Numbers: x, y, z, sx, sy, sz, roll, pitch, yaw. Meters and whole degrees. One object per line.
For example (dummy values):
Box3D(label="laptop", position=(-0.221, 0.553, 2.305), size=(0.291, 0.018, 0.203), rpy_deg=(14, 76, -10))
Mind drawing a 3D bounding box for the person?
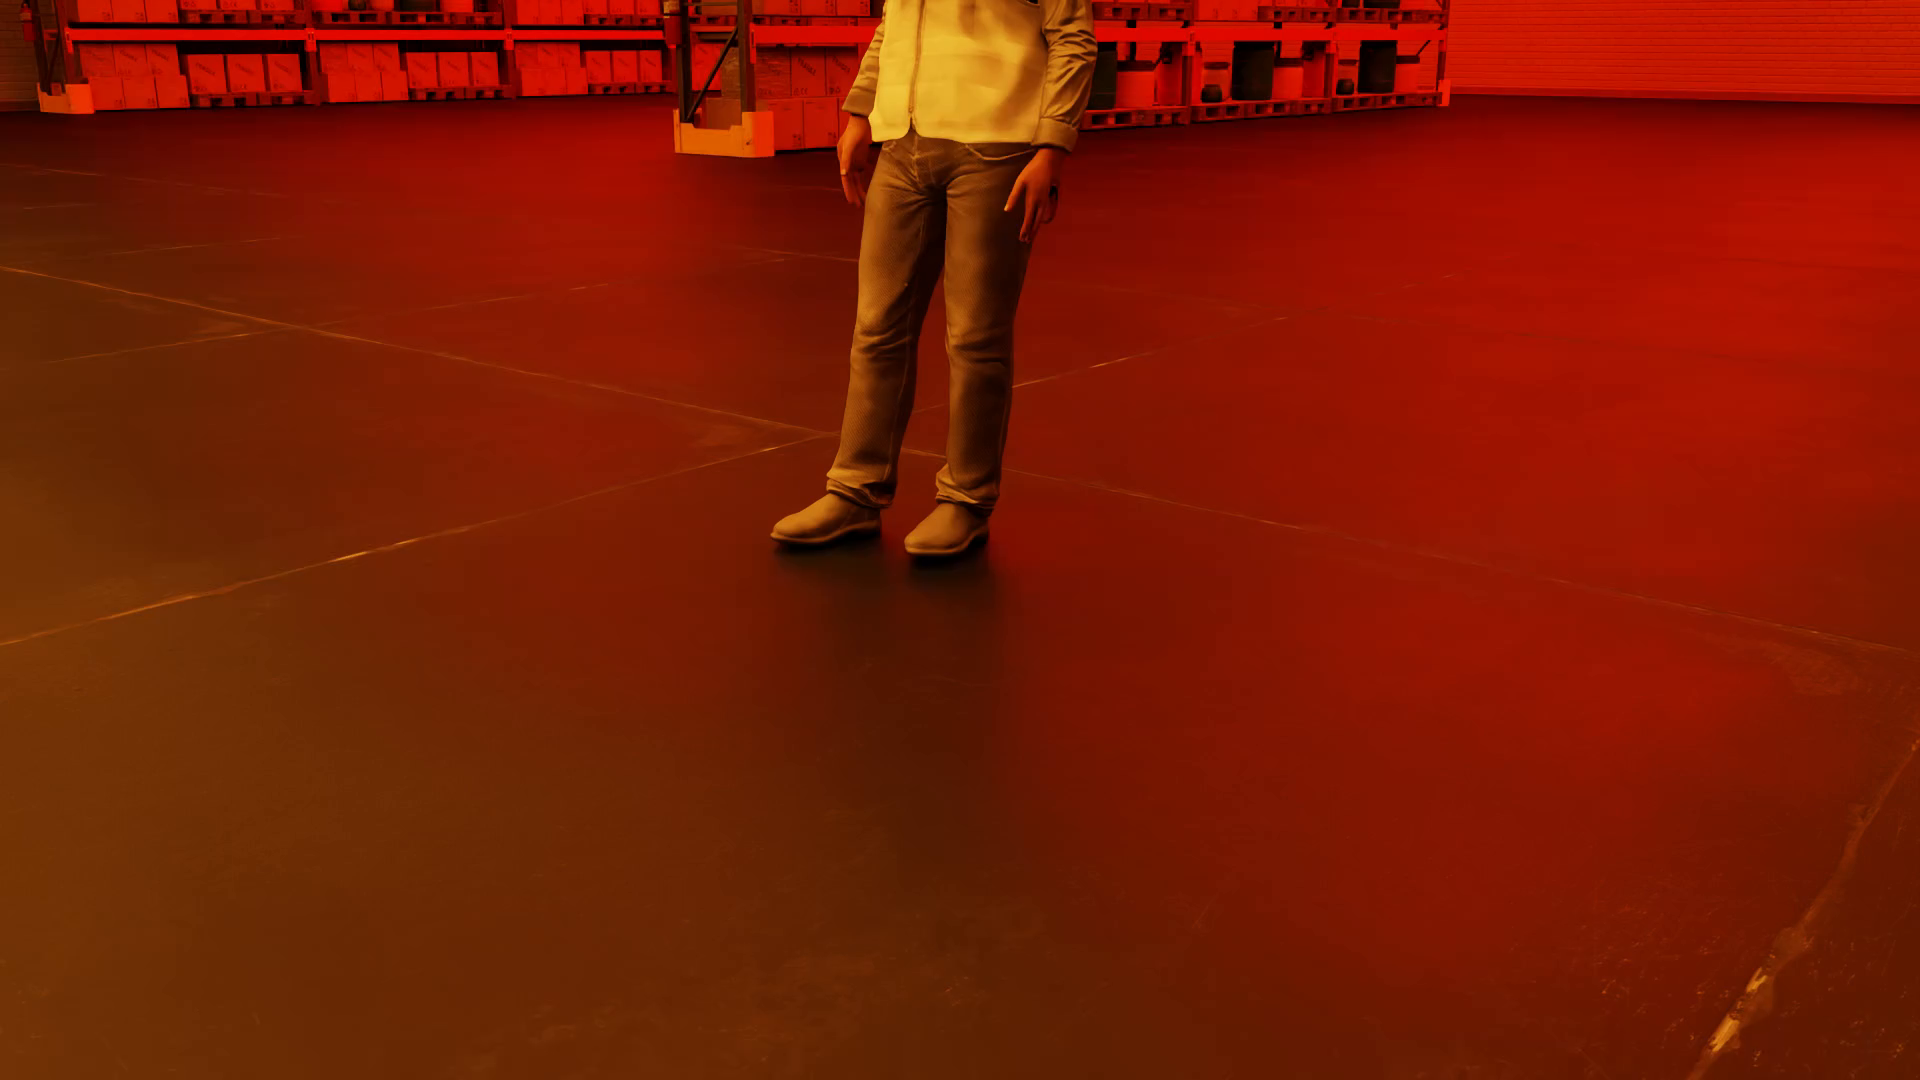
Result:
Box3D(label="person", position=(-0.046, -0.844, 3.642), size=(0.632, 1.773, 0.568), rpy_deg=(13, 21, 37))
